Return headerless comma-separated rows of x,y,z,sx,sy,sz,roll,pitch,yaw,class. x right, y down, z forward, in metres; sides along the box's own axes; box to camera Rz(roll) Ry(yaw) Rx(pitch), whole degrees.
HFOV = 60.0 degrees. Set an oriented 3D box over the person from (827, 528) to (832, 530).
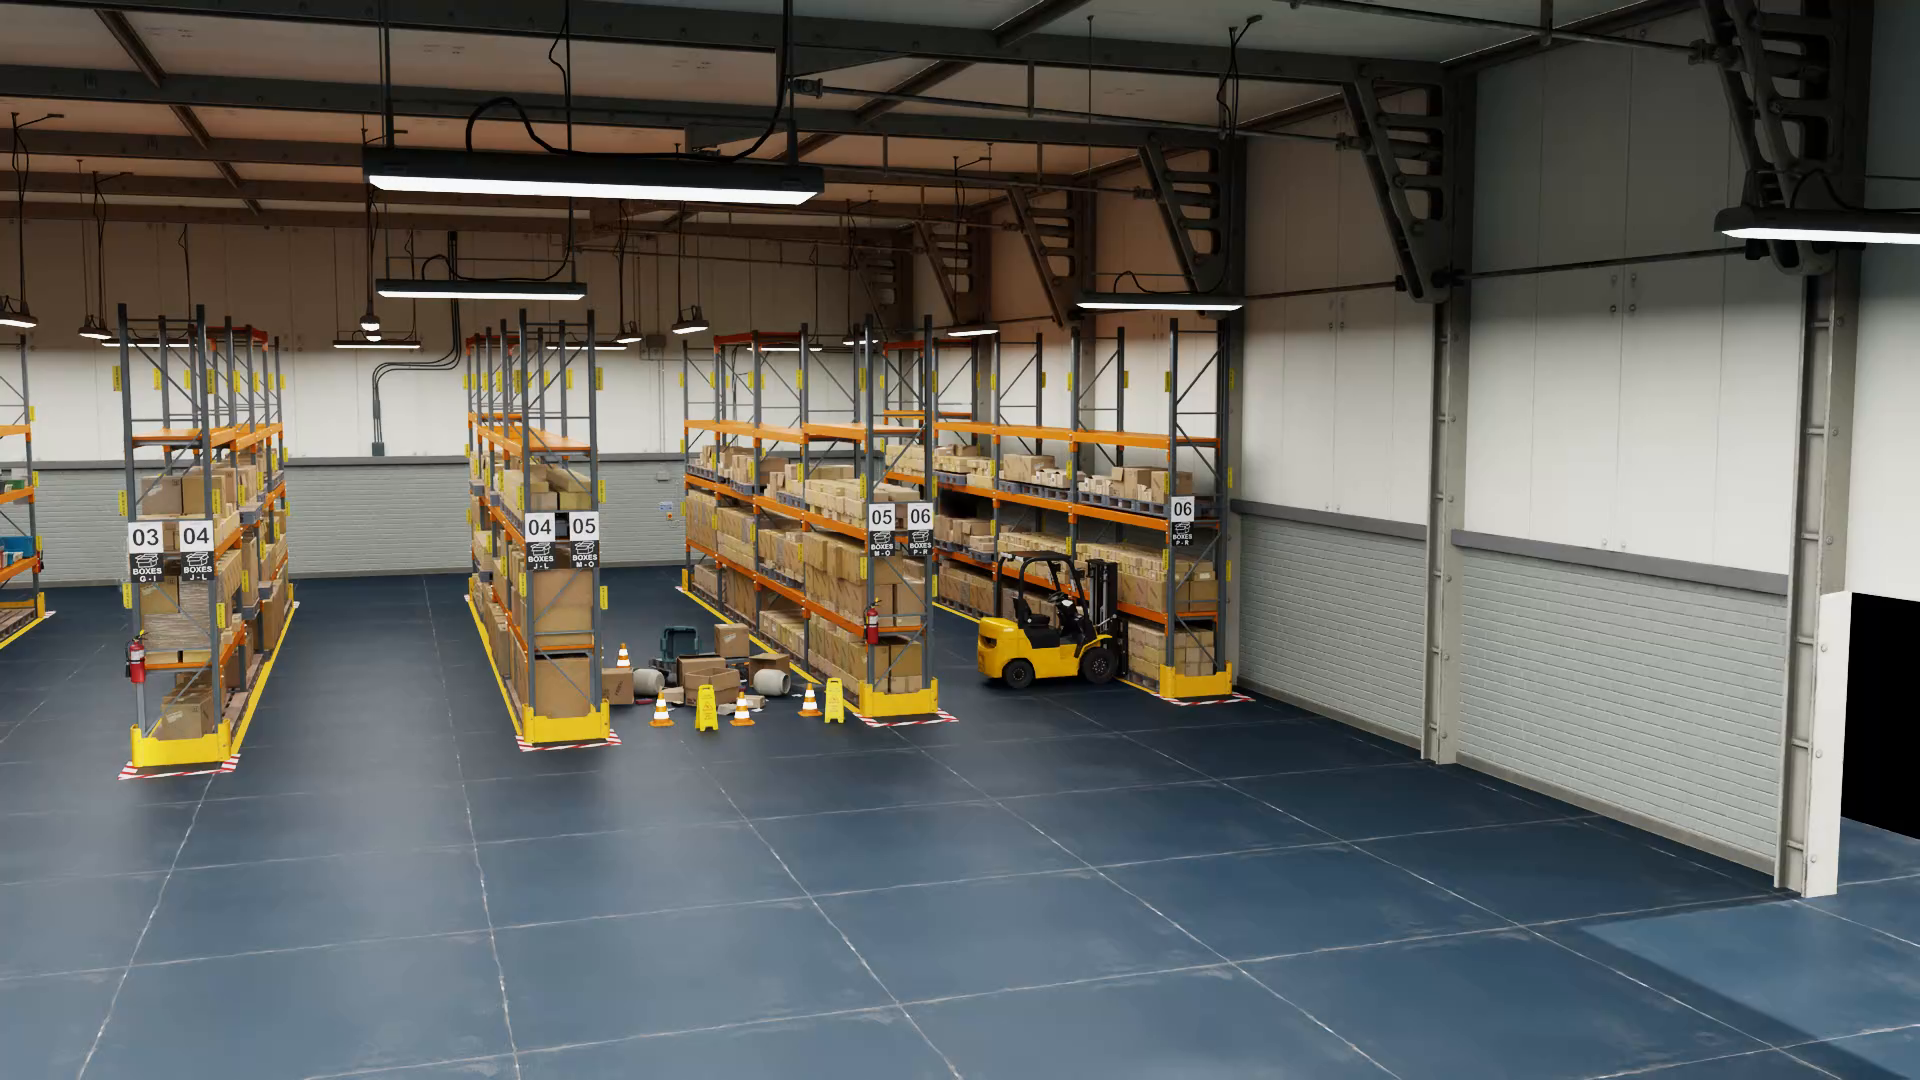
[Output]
-2.847,0.504,35.894,0.615,1.654,0.670,-2,6,-19,person
